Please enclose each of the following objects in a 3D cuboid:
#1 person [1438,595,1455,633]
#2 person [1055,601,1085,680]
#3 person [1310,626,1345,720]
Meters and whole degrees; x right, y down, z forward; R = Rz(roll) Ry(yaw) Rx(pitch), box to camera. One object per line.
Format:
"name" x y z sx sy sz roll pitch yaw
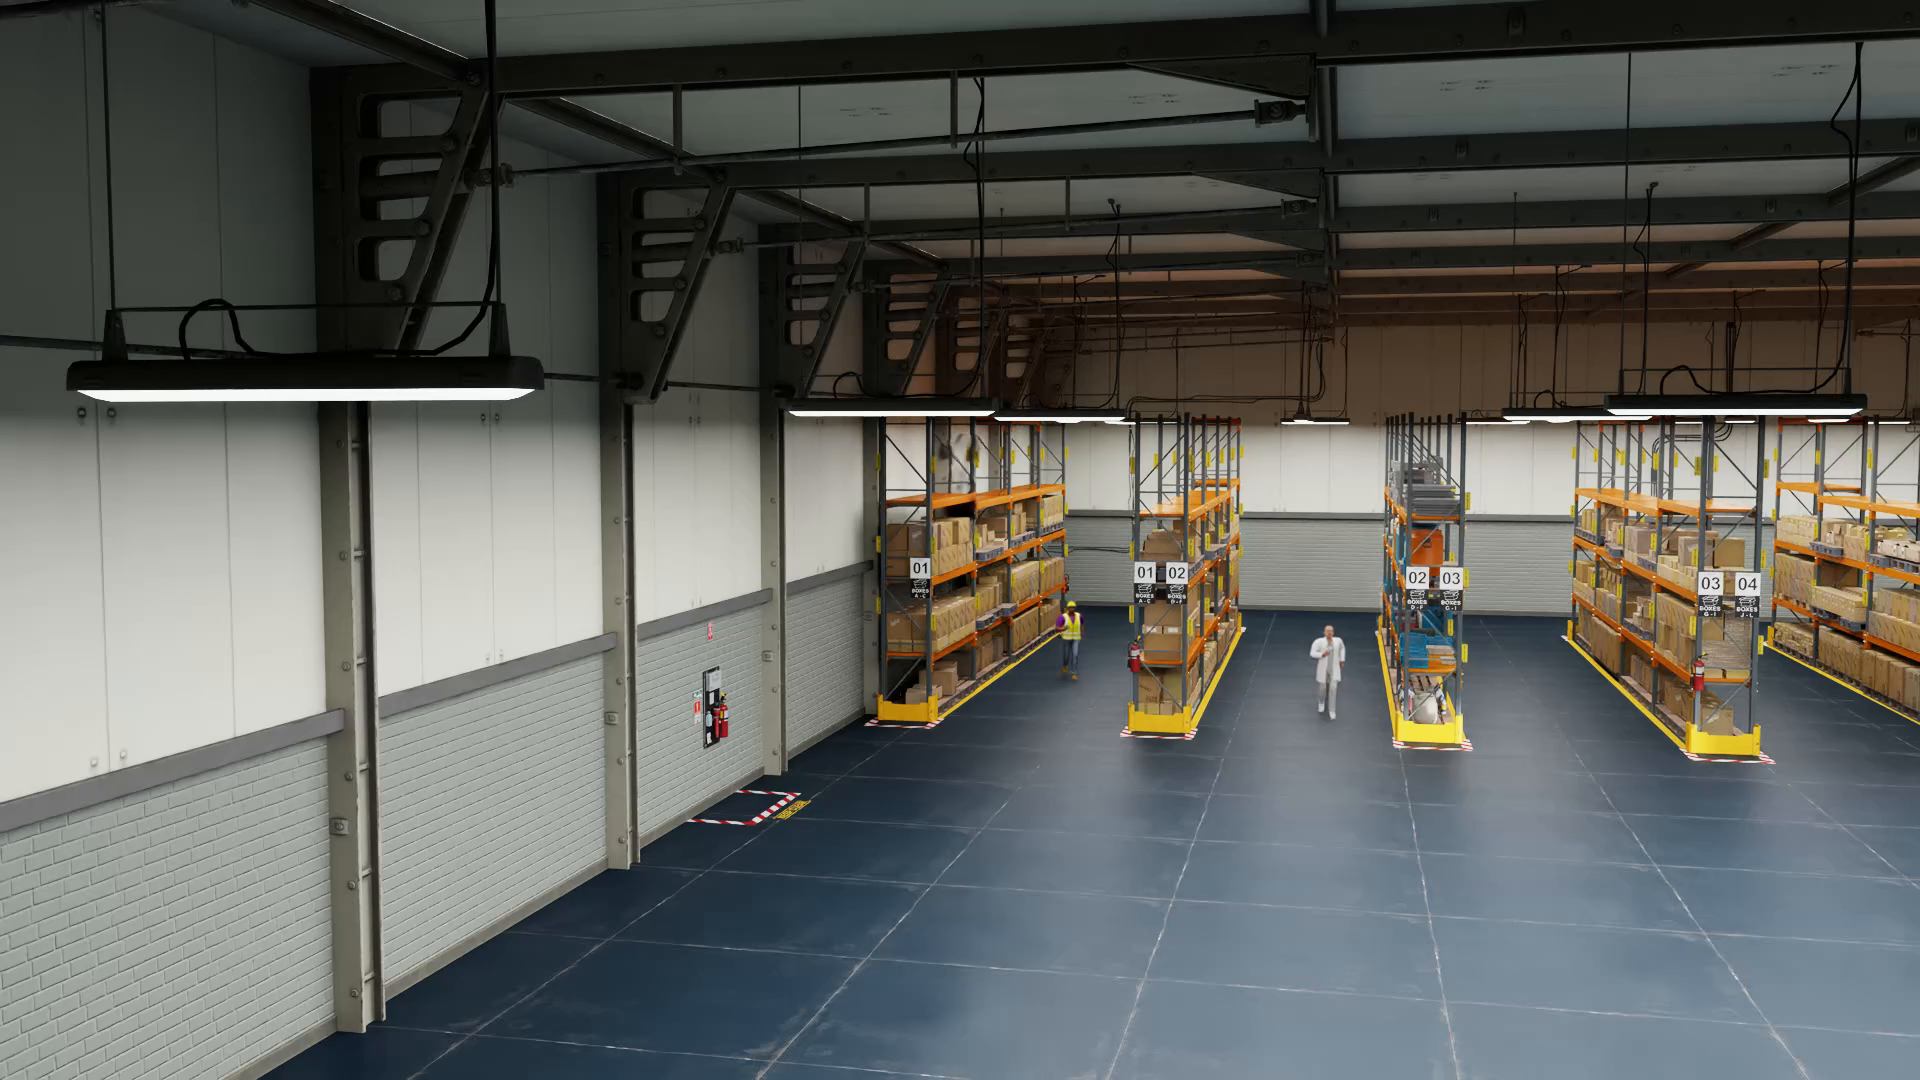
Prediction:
"person" 13.416 1.784 46.321 0.698 1.647 0.608 3 5 37
"person" 2.516 2.263 37.818 0.720 1.751 0.926 0 4 -7
"person" 7.272 2.582 32.900 0.708 1.798 1.009 0 4 4
